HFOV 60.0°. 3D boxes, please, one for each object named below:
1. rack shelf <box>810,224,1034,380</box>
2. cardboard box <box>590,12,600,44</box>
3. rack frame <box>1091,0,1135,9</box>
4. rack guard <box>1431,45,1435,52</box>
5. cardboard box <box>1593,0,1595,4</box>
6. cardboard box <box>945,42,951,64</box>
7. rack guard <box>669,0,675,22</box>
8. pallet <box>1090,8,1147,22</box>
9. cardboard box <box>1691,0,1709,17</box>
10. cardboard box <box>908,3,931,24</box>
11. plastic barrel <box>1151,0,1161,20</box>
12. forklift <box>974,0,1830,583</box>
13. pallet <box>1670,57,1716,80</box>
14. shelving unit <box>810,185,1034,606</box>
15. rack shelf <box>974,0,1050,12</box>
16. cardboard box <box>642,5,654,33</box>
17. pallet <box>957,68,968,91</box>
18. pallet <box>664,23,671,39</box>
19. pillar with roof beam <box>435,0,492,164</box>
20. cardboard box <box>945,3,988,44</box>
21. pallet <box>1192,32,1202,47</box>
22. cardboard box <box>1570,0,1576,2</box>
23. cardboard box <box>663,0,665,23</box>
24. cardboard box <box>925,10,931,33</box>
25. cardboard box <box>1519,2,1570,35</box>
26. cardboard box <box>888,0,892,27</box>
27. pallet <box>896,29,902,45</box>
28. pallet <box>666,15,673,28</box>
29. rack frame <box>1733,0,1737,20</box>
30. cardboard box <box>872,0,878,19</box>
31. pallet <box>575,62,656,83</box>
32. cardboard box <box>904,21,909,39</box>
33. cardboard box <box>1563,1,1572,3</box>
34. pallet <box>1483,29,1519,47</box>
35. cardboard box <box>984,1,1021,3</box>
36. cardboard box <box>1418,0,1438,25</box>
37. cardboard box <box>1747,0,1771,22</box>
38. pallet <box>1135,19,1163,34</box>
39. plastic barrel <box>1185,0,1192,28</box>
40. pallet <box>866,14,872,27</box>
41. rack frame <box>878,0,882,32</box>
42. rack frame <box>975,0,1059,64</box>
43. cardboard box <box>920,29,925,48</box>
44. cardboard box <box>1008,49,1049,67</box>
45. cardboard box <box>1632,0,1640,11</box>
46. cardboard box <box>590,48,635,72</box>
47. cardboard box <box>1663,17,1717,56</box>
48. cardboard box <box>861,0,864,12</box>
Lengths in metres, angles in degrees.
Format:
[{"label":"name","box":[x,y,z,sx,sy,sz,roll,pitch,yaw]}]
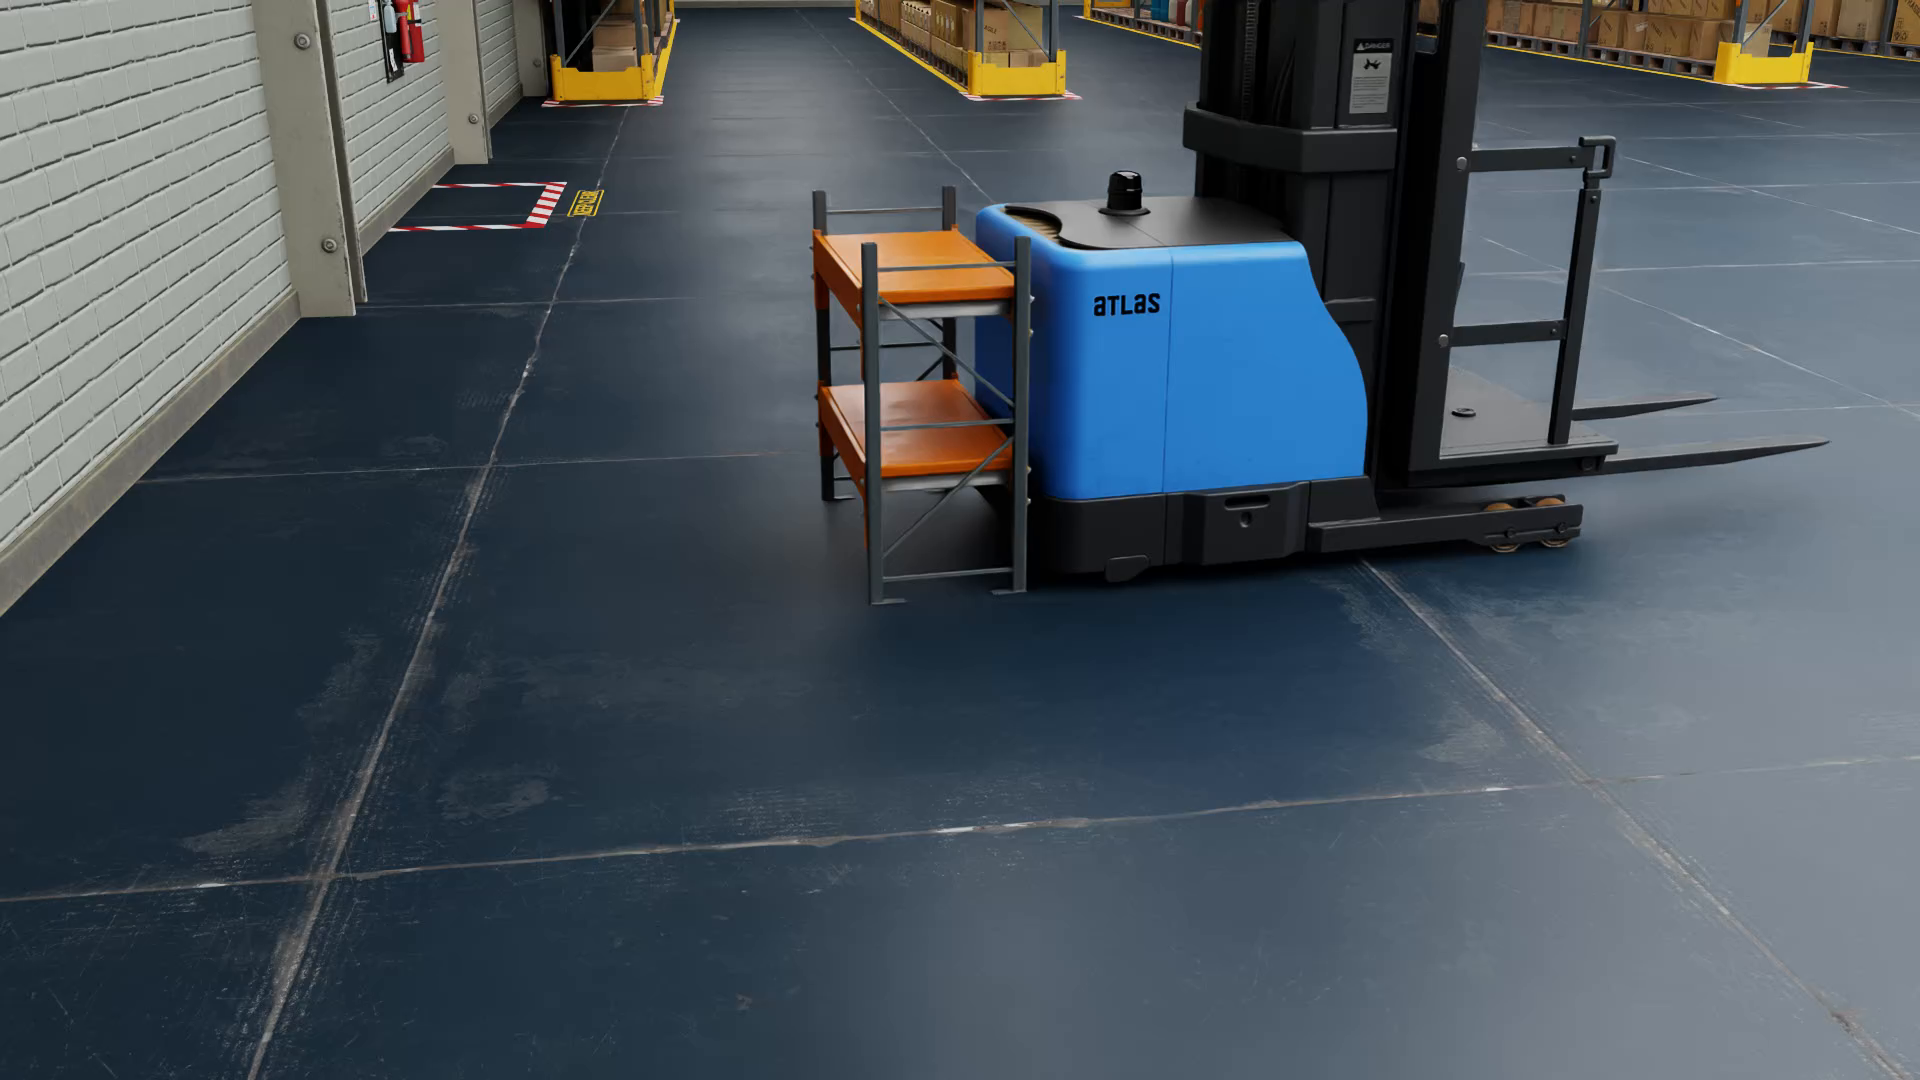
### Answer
[{"label":"rack shelf","box":[-0.150,-0.793,5.396,0.538,0.278,1.000,-5,21,-12]},{"label":"cardboard box","box":[-5.039,-7.479,24.398,0.700,0.500,0.500,-3,21,-9]},{"label":"rack frame","box":[3.282,-12.668,35.347,1.000,3.000,0.127,-3,21,-8]},{"label":"rack guard","box":[5.531,-5.982,21.017,1.175,0.500,0.348,-3,21,-8]},{"label":"cardboard box","box":[13.276,-11.119,34.248,0.380,0.149,0.250,-3,21,-7]},{"label":"cardboard box","box":[0.088,-6.478,22.104,0.500,0.250,0.500,-3,21,-8]},{"label":"rack guard","box":[-6.525,-11.006,34.469,1.175,0.500,0.348,-3,21,-8]},{"label":"pallet","box":[3.362,-11.075,35.066,1.003,0.211,1.213,-3,21,-8]},{"label":"cardboard box","box":[13.834,-9.784,30.597,0.500,0.500,0.500,-2,21,-6]},{"label":"cardboard box","box":[-0.527,-8.267,26.091,0.500,0.311,0.500,-3,21,-9]},{"label":"plastic barrel","box":[3.920,-10.308,31.426,0.600,0.901,0.708,-3,21,-8]},{"label":"forklift","box":[1.614,-1.502,5.549,3.031,2.935,1.130,-5,21,-14]},{"label":"pallet","box":[10.396,-6.381,22.500,1.003,0.211,1.213,-3,21,-8]},{"label":"shelving unit","box":[-0.150,-0.519,5.499,0.538,1.125,1.048,-5,21,-12]},{"label":"rack shelf","box":[0.398,-7.236,21.830,1.077,0.370,4.000,-3,21,-8]},{"label":"cardboard box","box":[-5.213,-8.187,26.294,0.700,0.500,0.500,-3,21,-7]},{"label":"pallet","box":[0.534,-5.837,21.041,1.003,0.211,1.213,-3,21,-8]},{"label":"pallet","box":[-5.759,-9.214,30.084,1.003,0.211,1.213,-3,21,-8]},{"label":"pillar with roof beam","box":[-0.047,-7.778,13.679,9.100,9.000,0.400,-3,21,-8]},{"label":"cardboard box","box":[0.085,-6.829,21.972,0.500,0.500,0.500,-3,21,-8]},{"label":"pallet","box":[4.508,-8.322,27.696,1.003,0.211,1.213,-3,21,-8]},{"label":"cardboard box","box":[13.176,-11.488,35.237,0.380,0.149,0.250,-2,21,-5]},{"label":"cardboard box","box":[-5.592,-9.447,29.196,0.750,0.750,0.750,-2,21,-6]},{"label":"cardboard box","box":[-0.233,-7.562,24.204,0.500,0.311,0.500,-3,21,-8]},{"label":"cardboard box","box":[9.634,-8.565,27.305,0.700,0.500,0.500,-1,21,-3]},{"label":"cardboard box","box":[-0.990,-9.358,29.427,0.500,0.500,0.500,-4,21,-10]},{"label":"pallet","box":[-0.537,-8.604,28.451,1.003,0.211,1.213,-3,21,-8]},{"label":"pallet","box":[-6.157,-10.168,32.638,1.003,0.211,1.213,-3,21,-8]},{"label":"rack frame","box":[14.259,-10.363,29.176,1.000,3.000,0.127,-3,21,-8]},{"label":"cardboard box","box":[-1.407,-10.253,31.824,0.500,0.500,0.500,-3,21,-8]},{"label":"pallet","box":[-4.481,-6.053,21.622,1.003,0.211,1.213,-3,21,-8]},{"label":"cardboard box","box":[-0.609,-8.188,26.683,0.500,0.250,0.500,-3,21,-9]},{"label":"cardboard box","box":[13.035,-11.357,35.310,0.380,0.149,0.250,-4,21,-10]},{"label":"pallet","box":[9.447,-8.571,28.364,1.003,0.211,1.213,-3,21,-8]},{"label":"cardboard box","box":[0.529,-7.029,22.506,0.500,0.500,0.500,-3,21,-8]},{"label":"cardboard box","box":[9.136,-9.899,30.368,1.225,0.875,0.875,-3,21,-8]},{"label":"cardboard box","box":[14.258,-9.291,28.920,1.050,0.750,0.750,-3,21,-8]},{"label":"pallet","box":[3.928,-9.708,31.406,1.003,0.211,1.213,-3,21,-8]},{"label":"plastic barrel","box":[4.178,-9.289,29.256,0.421,0.512,0.421,0,20,0]},{"label":"pallet","box":[-1.321,-10.390,33.232,1.003,0.211,1.213,-3,21,-8]},{"label":"rack frame","box":[-1.044,-11.035,30.974,1.000,3.000,0.127,-3,21,-8]},{"label":"rack frame","box":[0.686,-6.880,19.850,1.000,3.000,0.127,-3,21,-8]},{"label":"cardboard box","box":[-0.308,-7.478,24.780,0.500,0.250,0.500,-3,21,-9]},{"label":"cardboard box","box":[0.829,-5.986,20.785,0.500,0.250,0.500,-3,21,-8]},{"label":"cardboard box","box":[13.526,-10.505,32.527,0.500,0.500,0.500,-2,21,-6]},{"label":"cardboard box","box":[-4.226,-5.820,20.225,0.500,0.311,0.500,-5,21,-14]},{"label":"cardboard box","box":[10.224,-7.044,23.262,0.500,0.500,0.500,-1,21,-3]},{"label":"cardboard box","box":[-1.751,-10.962,34.080,0.500,0.250,0.500,-3,21,-8]}]
